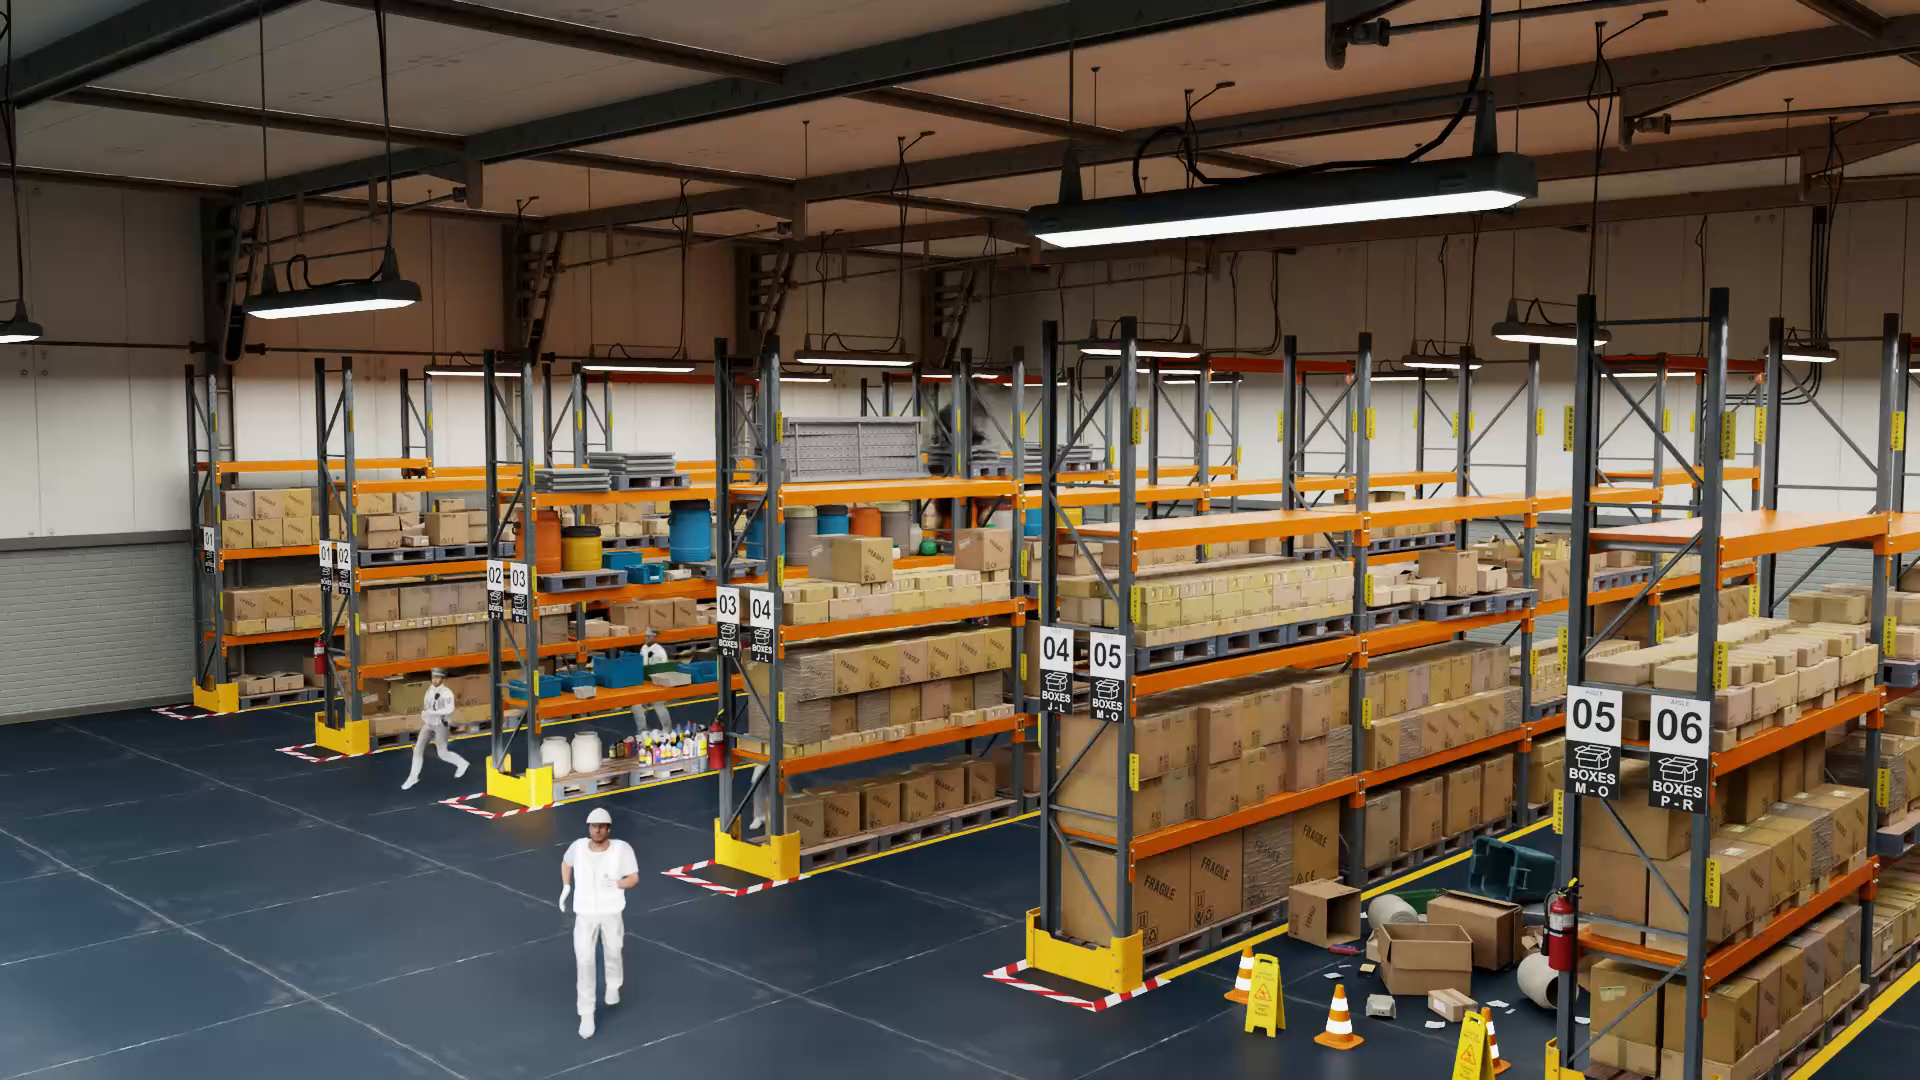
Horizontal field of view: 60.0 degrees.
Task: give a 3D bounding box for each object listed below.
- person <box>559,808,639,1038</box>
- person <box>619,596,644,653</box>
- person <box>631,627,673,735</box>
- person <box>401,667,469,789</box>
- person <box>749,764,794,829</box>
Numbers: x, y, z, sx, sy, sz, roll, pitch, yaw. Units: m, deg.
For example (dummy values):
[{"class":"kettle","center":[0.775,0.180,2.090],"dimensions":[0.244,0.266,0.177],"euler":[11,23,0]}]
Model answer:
[{"class":"person","center":[-3.058,3.178,14.110],"dimensions":[0.672,1.826,0.857],"euler":[-1,4,-8]},{"class":"person","center":[-6.082,1.881,31.185],"dimensions":[0.714,1.753,1.033],"euler":[4,6,41]},{"class":"person","center":[-4.872,2.291,26.192],"dimensions":[0.631,1.839,0.768],"euler":[3,5,32]},{"class":"person","center":[-7.201,2.580,23.071],"dimensions":[0.632,1.677,0.833],"euler":[3,5,33]},{"class":"person","center":[-2.316,2.747,20.797],"dimensions":[0.553,1.724,0.741],"euler":[4,6,40]}]
